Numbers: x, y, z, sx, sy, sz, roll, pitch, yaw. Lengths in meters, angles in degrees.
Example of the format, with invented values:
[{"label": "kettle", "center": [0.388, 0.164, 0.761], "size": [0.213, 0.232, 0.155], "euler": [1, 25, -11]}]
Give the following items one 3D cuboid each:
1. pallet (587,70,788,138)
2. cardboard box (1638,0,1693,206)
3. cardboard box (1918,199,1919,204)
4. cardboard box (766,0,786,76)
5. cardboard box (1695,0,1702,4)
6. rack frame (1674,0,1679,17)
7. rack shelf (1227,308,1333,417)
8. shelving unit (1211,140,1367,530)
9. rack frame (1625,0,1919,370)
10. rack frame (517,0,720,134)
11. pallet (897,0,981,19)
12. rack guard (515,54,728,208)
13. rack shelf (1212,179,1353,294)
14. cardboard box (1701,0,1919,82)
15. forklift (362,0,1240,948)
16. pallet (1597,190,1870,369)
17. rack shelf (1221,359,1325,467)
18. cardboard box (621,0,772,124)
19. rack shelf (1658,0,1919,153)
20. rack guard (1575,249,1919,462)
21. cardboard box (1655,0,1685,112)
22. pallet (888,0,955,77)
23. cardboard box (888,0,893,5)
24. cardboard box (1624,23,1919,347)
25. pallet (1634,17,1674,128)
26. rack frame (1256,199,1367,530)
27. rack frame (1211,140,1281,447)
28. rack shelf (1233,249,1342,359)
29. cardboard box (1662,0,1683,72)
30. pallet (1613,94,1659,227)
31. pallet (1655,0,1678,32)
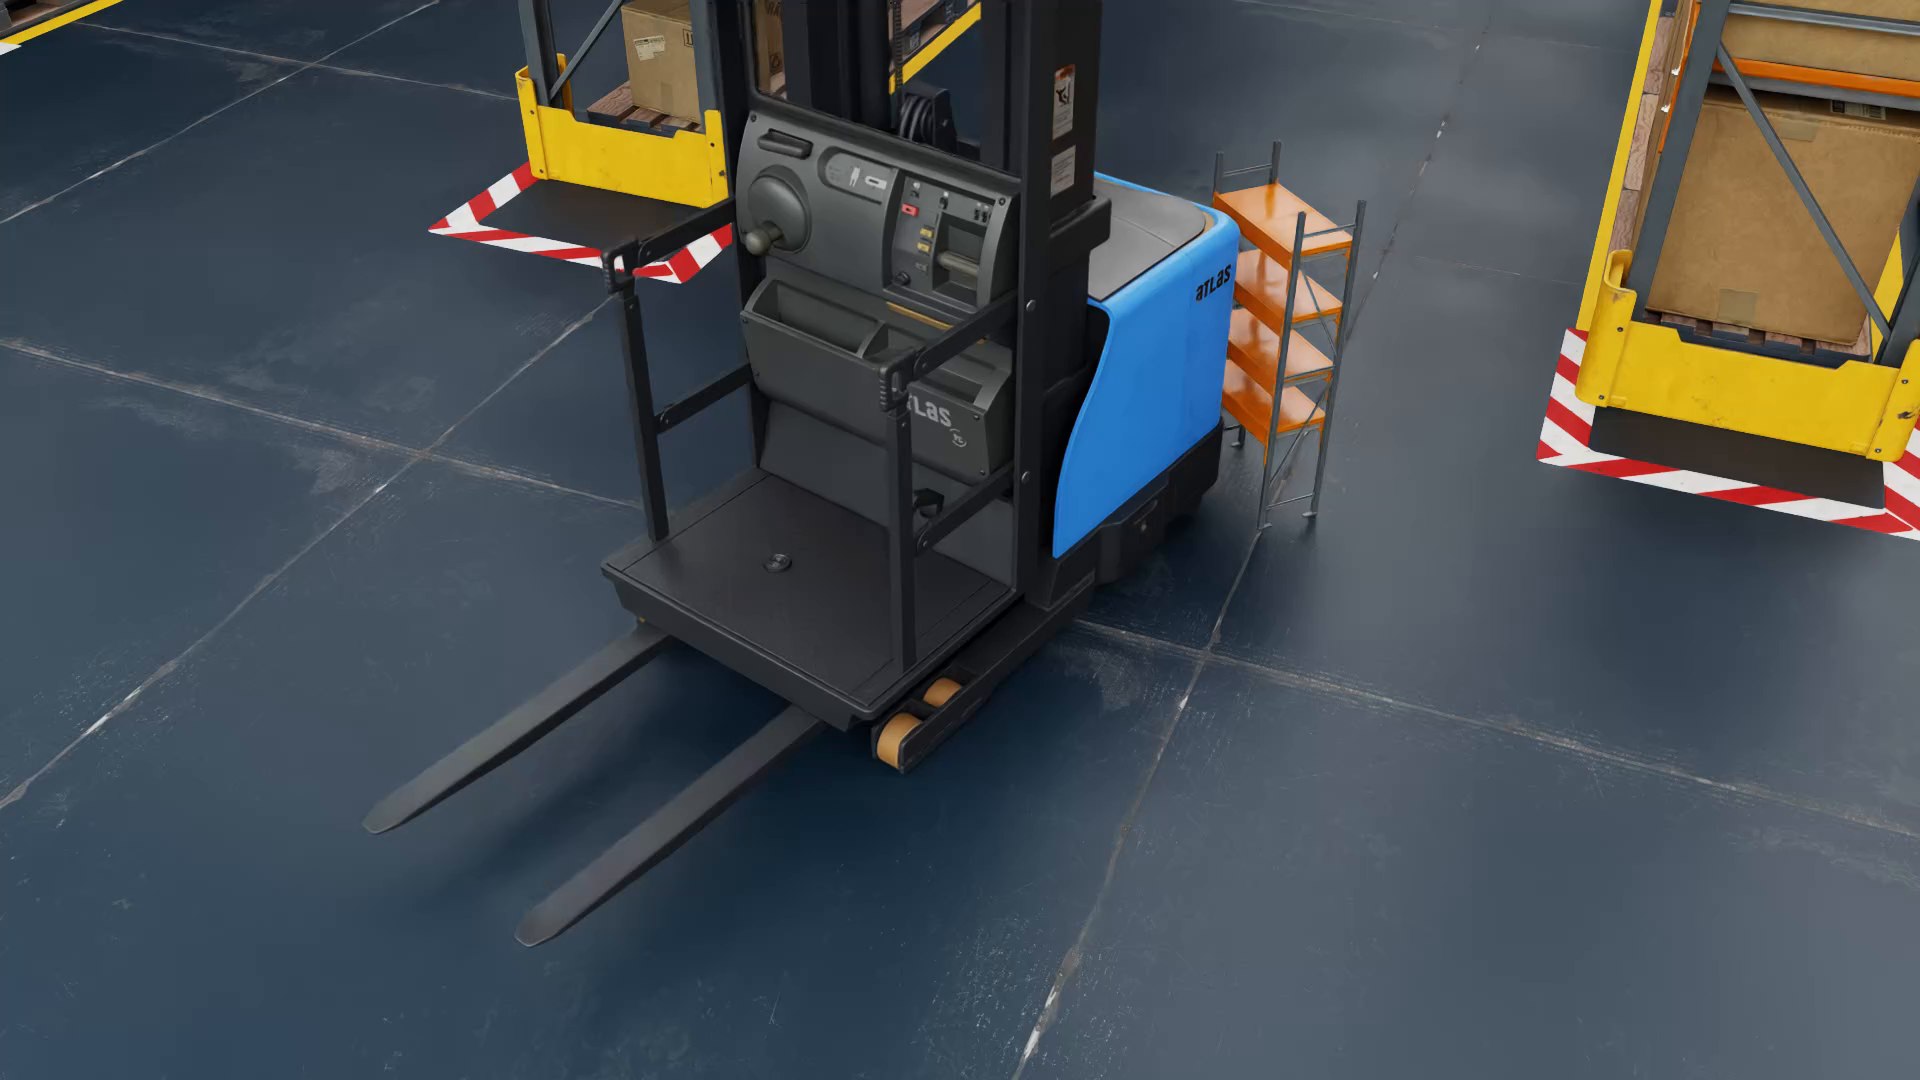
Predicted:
[{"label": "pallet", "center": [-1.175, -2.272, 8.613], "size": [1.003, 0.211, 1.213], "euler": [14, 39, 18]}, {"label": "cardboard box", "center": [3.533, -1.914, 7.229], "size": [0.875, 0.875, 0.875], "euler": [13, 39, 17]}, {"label": "cardboard box", "center": [4.883, -1.840, 7.792], "size": [0.500, 0.500, 0.500], "euler": [21, 42, 25]}, {"label": "cardboard box", "center": [-1.097, -2.752, 8.664], "size": [0.500, 0.500, 0.500], "euler": [25, 43, 29]}, {"label": "cardboard box", "center": [3.291, -2.304, 6.202], "size": [0.875, 0.550, 0.550], "euler": [14, 39, 18]}, {"label": "rack frame", "center": [4.525, -3.933, 8.507], "size": [1.000, 3.000, 0.127], "euler": [14, 39, 18]}, {"label": "rack shelf", "center": [1.050, -0.627, 5.699], "size": [0.258, 0.148, 0.480], "euler": [-15, 39, -19]}, {"label": "shelving unit", "center": [1.050, -0.681, 5.659], "size": [0.258, 1.200, 0.503], "euler": [-15, 39, -19]}, {"label": "rack frame", "center": [3.003, -1.719, 5.544], "size": [1.000, 3.000, 0.127], "euler": [14, 39, 18]}, {"label": "rack frame", "center": [-1.546, -2.905, 7.131], "size": [1.000, 3.000, 0.127], "euler": [14, 39, 18]}, {"label": "pallet", "center": [-0.247, -3.622, 10.420], "size": [1.003, 0.211, 1.213], "euler": [14, 39, 18]}, {"label": "rack guard", "center": [-1.517, -1.945, 7.935], "size": [1.175, 0.500, 0.348], "euler": [14, 39, 18]}, {"label": "rack shelf", "center": [1.050, -0.996, 5.424], "size": [0.258, 0.148, 0.480], "euler": [-15, 39, -19]}, {"label": "cardboard box", "center": [3.102, -1.995, 5.788], "size": [0.875, 0.550, 0.550], "euler": [14, 39, 18]}, {"label": "forklift", "center": [-0.382, -0.840, 4.425], "size": [1.130, 2.935, 3.031], "euler": [25, 43, 29]}, {"label": "pallet", "center": [3.235, -1.062, 6.995], "size": [1.003, 0.211, 1.213], "euler": [14, 39, 18]}, {"label": "rack shelf", "center": [1.050, -0.468, 5.818], "size": [0.258, 0.148, 0.480], "euler": [-15, 39, -19]}, {"label": "cardboard box", "center": [-1.293, -2.414, 8.211], "size": [0.500, 0.500, 0.500], "euler": [21, 42, 26]}, {"label": "rack shelf", "center": [3.764, -2.538, 7.241], "size": [1.077, 0.370, 4.000], "euler": [14, 39, 18]}, {"label": "rack guard", "center": [2.994, -0.704, 6.275], "size": [1.175, 0.500, 0.348], "euler": [14, 39, 18]}, {"label": "cardboard box", "center": [3.881, -2.418, 7.904], "size": [0.875, 0.875, 0.875], "euler": [14, 39, 18]}, {"label": "pallet", "center": [-0.709, -2.945, 9.513], "size": [1.003, 0.211, 1.213], "euler": [14, 39, 18]}, {"label": "cardboard box", "center": [-0.587, -3.393, 9.522], "size": [0.500, 0.500, 0.500], "euler": [11, 38, 14]}, {"label": "cardboard box", "center": [3.200, -1.426, 6.577], "size": [0.875, 0.875, 0.875], "euler": [14, 39, 18]}, {"label": "pallet", "center": [4.163, -2.413, 8.802], "size": [1.003, 0.211, 1.213], "euler": [14, 39, 18]}, {"label": "rack frame", "center": [1.148, -0.547, 5.480], "size": [0.240, 1.200, 0.015], "euler": [-15, 39, -19]}, {"label": "rack frame", "center": [0.953, -0.815, 5.838], "size": [0.240, 1.200, 0.015], "euler": [-15, 39, -19]}, {"label": "rack shelf", "center": [1.050, -0.806, 5.566], "size": [0.258, 0.148, 0.480], "euler": [-15, 39, -19]}, {"label": "cardboard box", "center": [4.221, -2.918, 8.573], "size": [0.875, 0.875, 0.875], "euler": [14, 39, 18]}, {"label": "pallet", "center": [3.700, -1.735, 7.896], "size": [1.003, 0.211, 1.213], "euler": [14, 39, 18]}, {"label": "pallet", "center": [4.749, -3.261, 9.936], "size": [1.003, 0.211, 1.213], "euler": [14, 39, 18]}]
